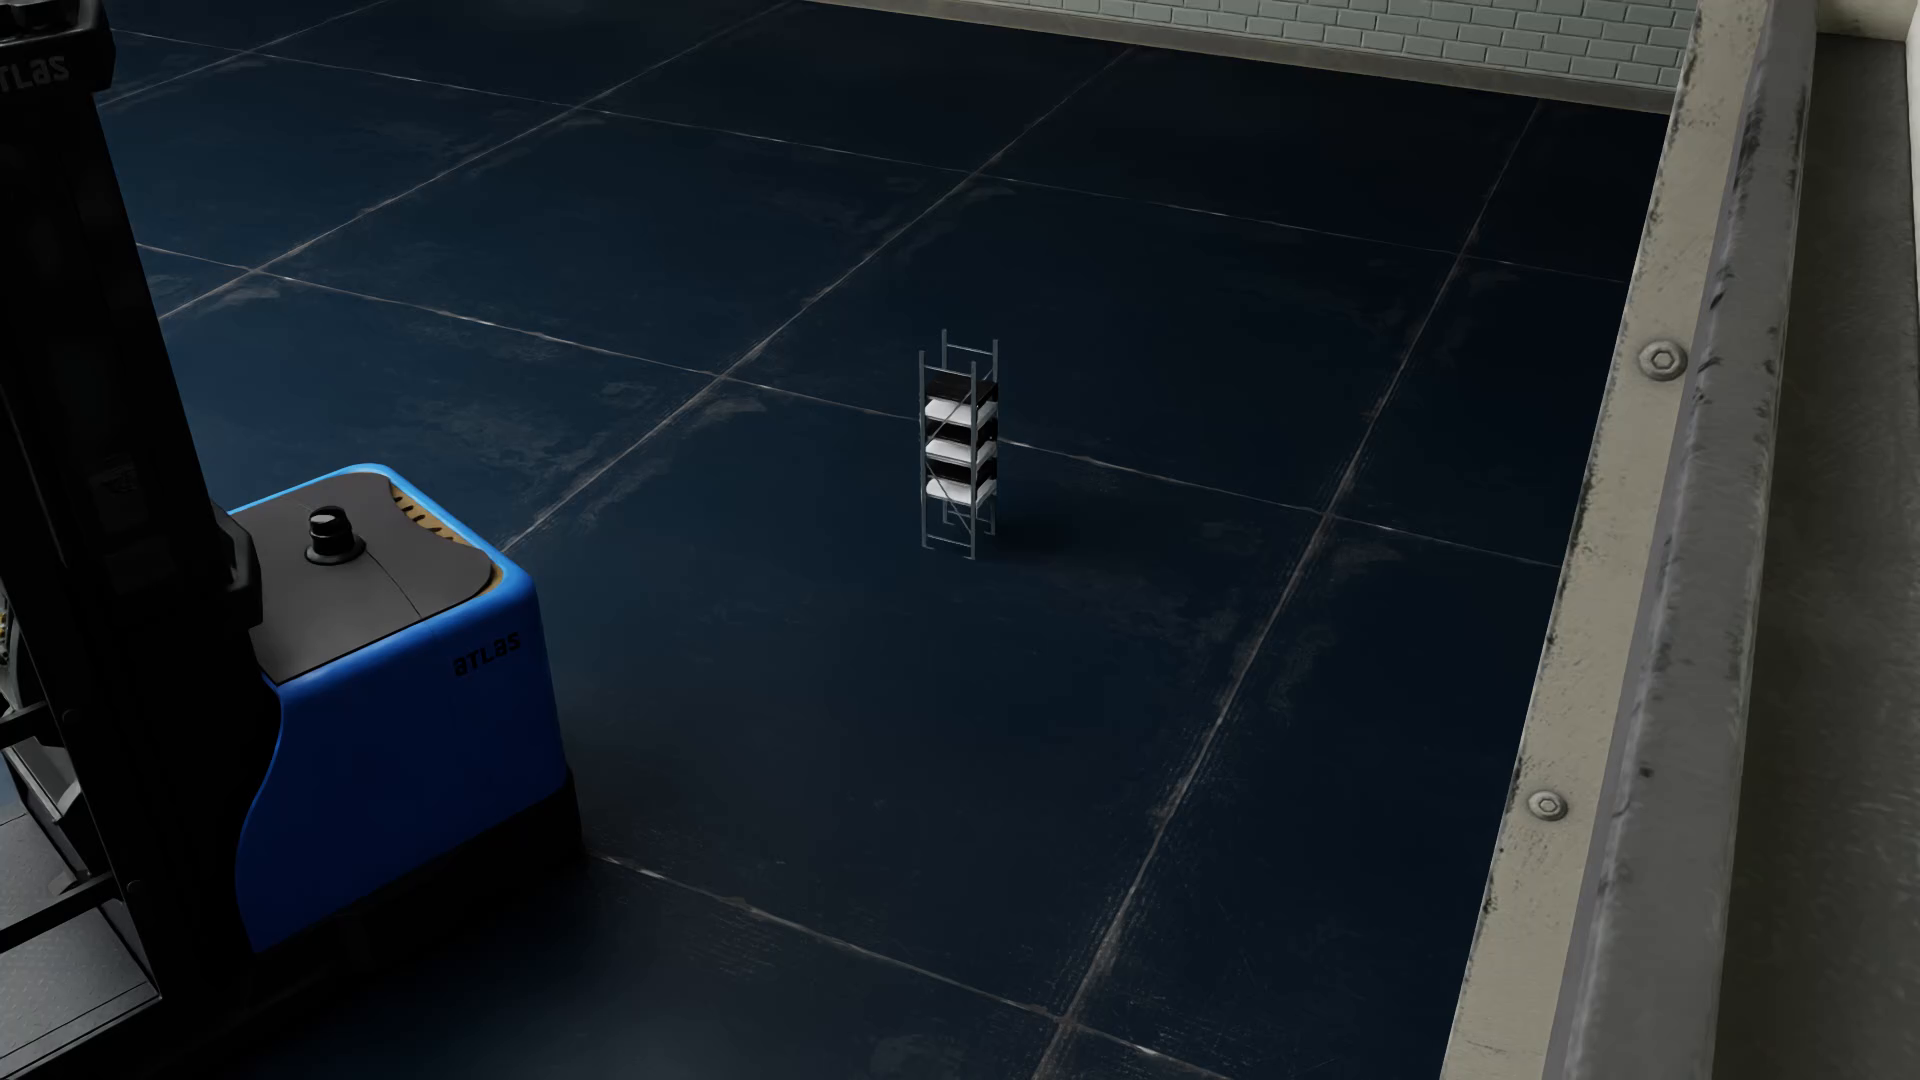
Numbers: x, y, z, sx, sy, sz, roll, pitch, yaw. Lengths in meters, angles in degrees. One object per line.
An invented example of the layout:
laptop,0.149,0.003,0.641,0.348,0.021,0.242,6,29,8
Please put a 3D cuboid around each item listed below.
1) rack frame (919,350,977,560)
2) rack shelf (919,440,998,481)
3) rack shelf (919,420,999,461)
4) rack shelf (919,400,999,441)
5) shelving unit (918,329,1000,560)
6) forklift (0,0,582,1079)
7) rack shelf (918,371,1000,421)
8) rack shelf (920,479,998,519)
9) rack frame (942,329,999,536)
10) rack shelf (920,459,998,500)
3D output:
rack frame,-0.046,-0.322,6.570,0.240,0.900,0.006,14,36,20
rack shelf,-0.003,-0.344,6.665,0.258,0.077,0.200,14,36,20
rack shelf,-0.003,-0.420,6.616,0.258,0.077,0.200,14,36,20
rack shelf,-0.003,-0.495,6.566,0.258,0.077,0.200,14,36,20
shelving unit,-0.003,-0.372,6.647,0.258,0.900,0.210,14,36,20
forklift,-2.625,0.150,3.999,3.031,2.935,1.130,-28,42,-35
rack shelf,-0.003,-0.570,6.517,0.258,0.077,0.200,14,36,20
rack shelf,-0.003,-0.194,6.764,0.258,0.077,0.200,14,36,20
rack frame,0.039,-0.423,6.724,0.240,0.900,0.006,14,36,20
rack shelf,-0.003,-0.269,6.714,0.258,0.077,0.200,14,36,20
